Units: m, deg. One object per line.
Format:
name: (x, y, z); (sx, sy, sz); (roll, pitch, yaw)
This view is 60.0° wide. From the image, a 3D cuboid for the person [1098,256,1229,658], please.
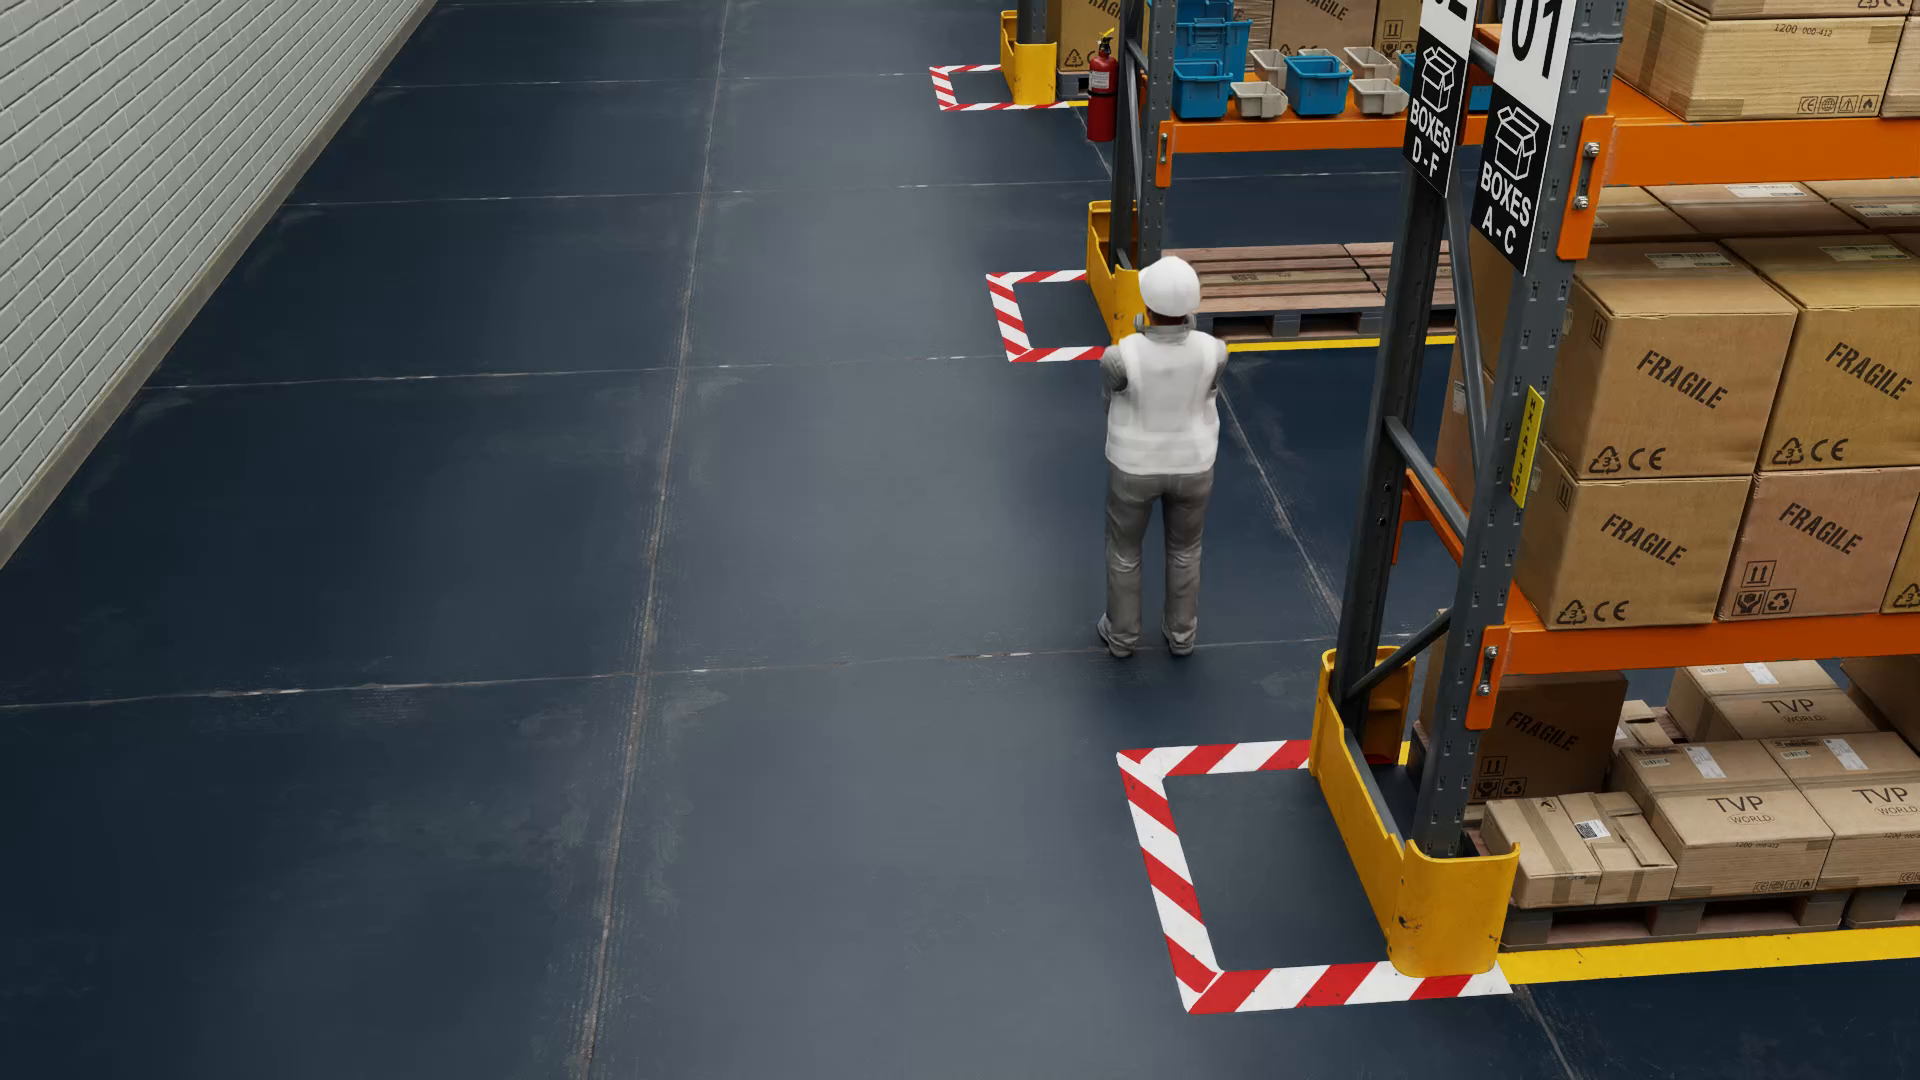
person: (0.777, -0.360, 6.717); (0.494, 1.763, 0.549); (-2, 31, -4)
